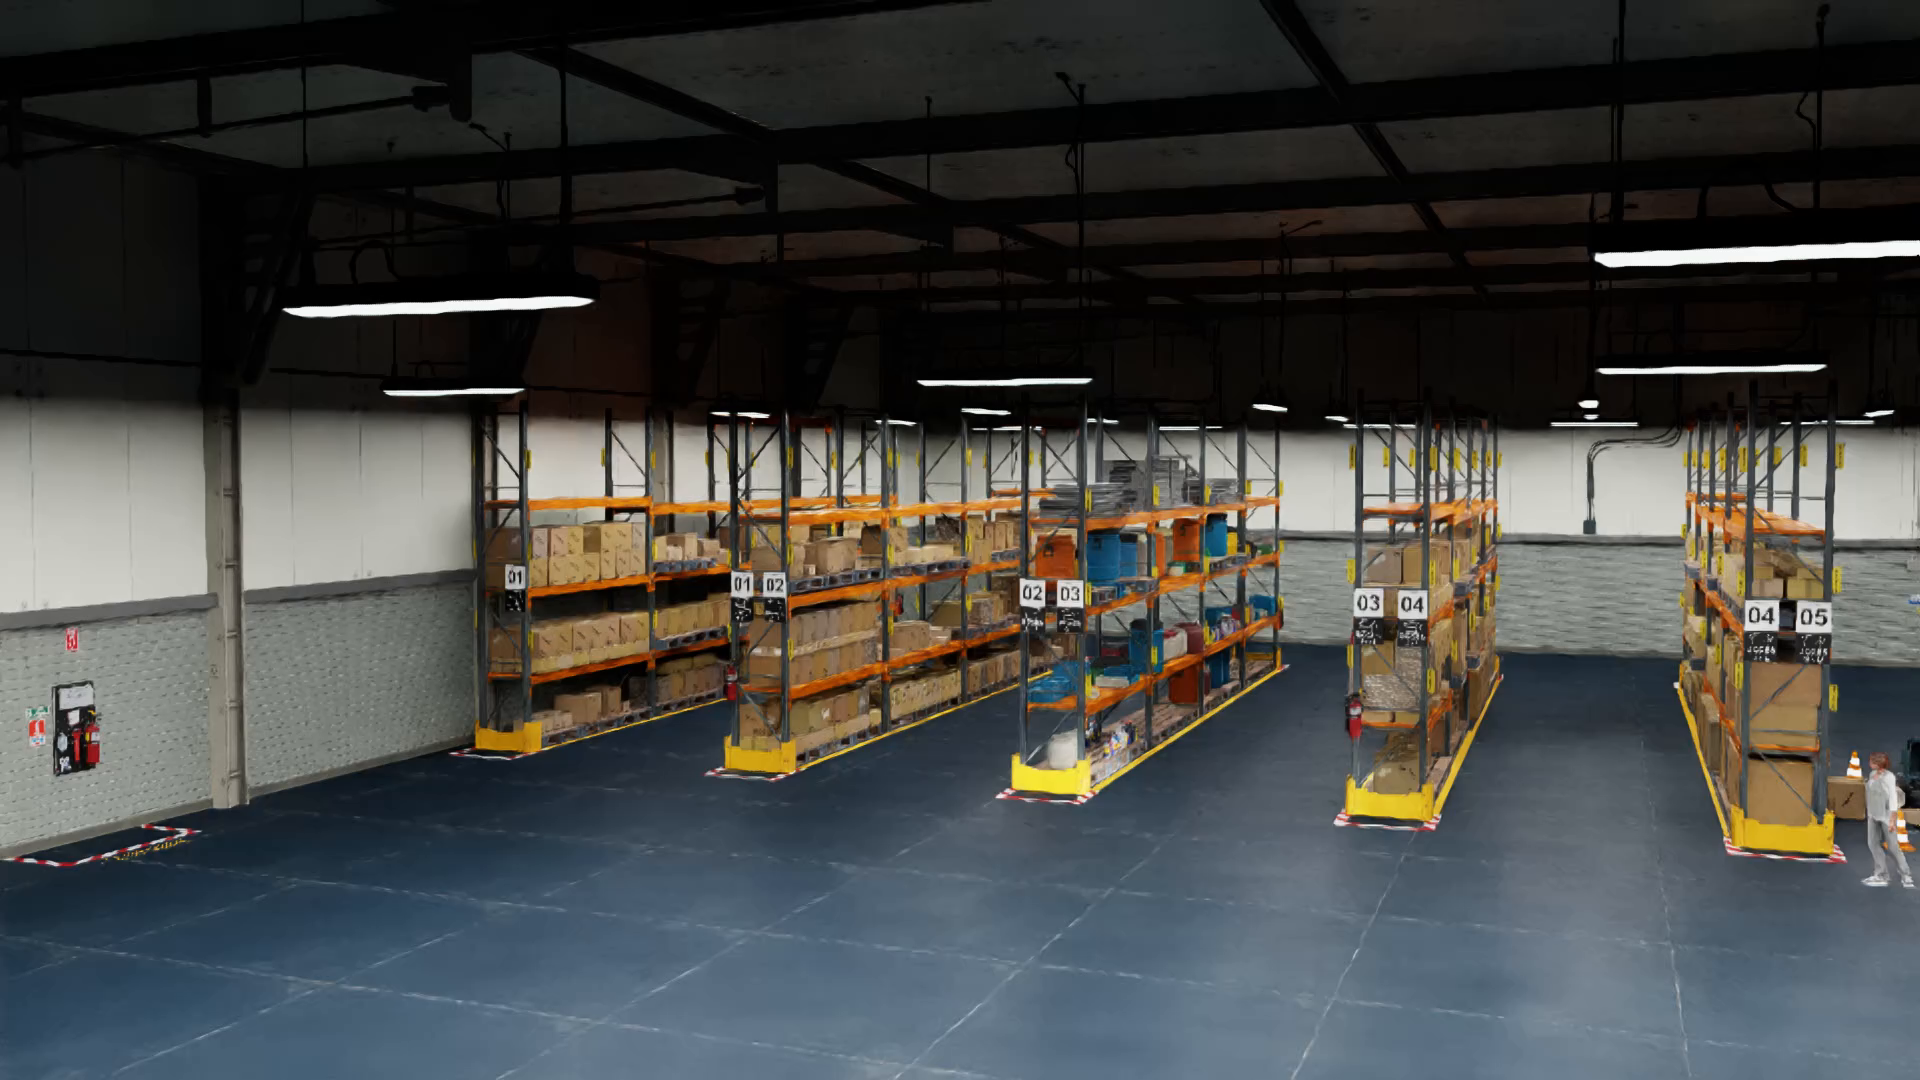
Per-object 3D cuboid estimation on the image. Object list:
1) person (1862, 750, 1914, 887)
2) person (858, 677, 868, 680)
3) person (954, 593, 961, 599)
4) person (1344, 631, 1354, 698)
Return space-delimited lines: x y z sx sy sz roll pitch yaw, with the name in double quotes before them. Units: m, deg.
"person" 10.908 3.264 19.523 0.491 1.589 0.516 0 3 -5
"person" -2.261 2.336 37.437 0.688 1.712 0.782 1 3 26
"person" -0.044 2.127 42.388 0.482 1.589 1.086 1 3 24
"person" 8.410 2.464 34.795 0.533 1.658 1.031 2 3 30
